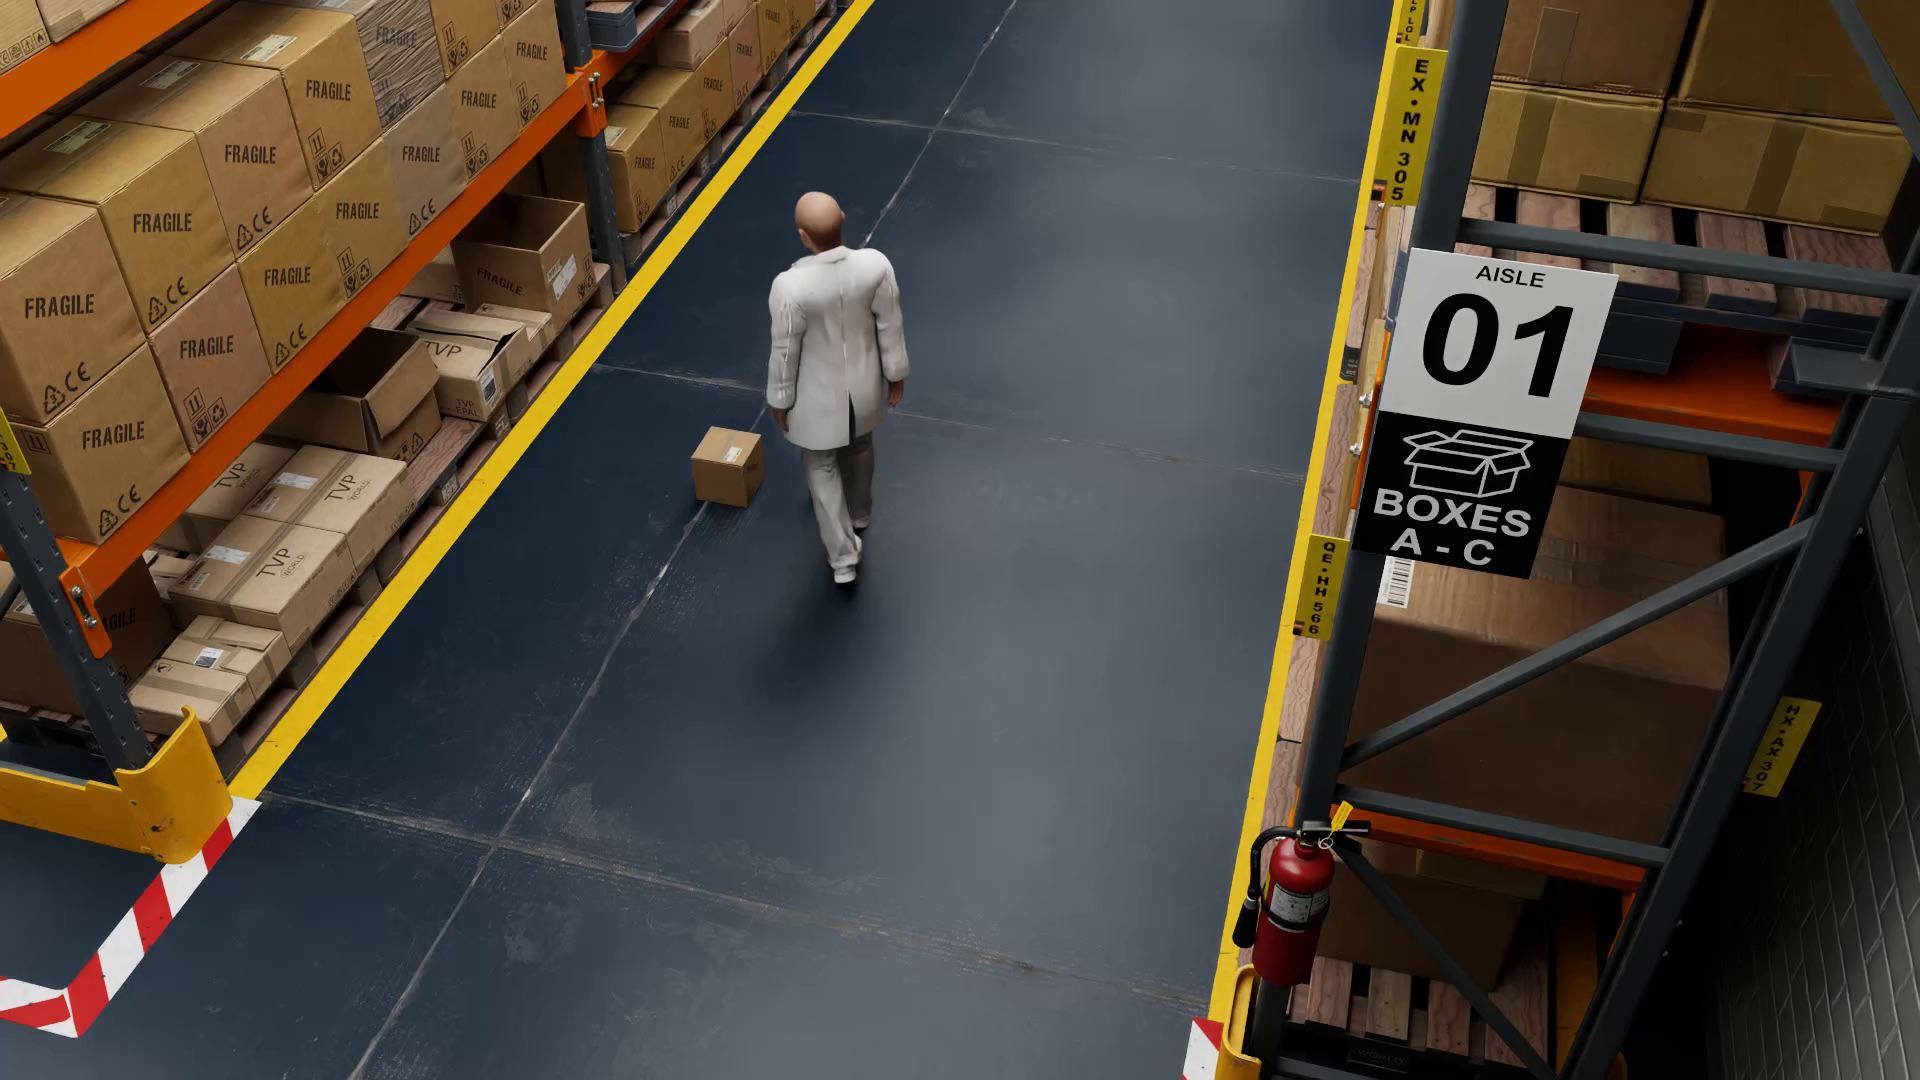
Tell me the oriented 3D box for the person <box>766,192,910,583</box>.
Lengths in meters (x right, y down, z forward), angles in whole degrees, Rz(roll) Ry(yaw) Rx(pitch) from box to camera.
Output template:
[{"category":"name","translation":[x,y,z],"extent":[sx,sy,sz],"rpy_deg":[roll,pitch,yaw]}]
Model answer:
[{"category":"person","translation":[-0.544,-0.677,6.969],"extent":[0.621,1.786,0.731],"rpy_deg":[-18,44,-20]}]
